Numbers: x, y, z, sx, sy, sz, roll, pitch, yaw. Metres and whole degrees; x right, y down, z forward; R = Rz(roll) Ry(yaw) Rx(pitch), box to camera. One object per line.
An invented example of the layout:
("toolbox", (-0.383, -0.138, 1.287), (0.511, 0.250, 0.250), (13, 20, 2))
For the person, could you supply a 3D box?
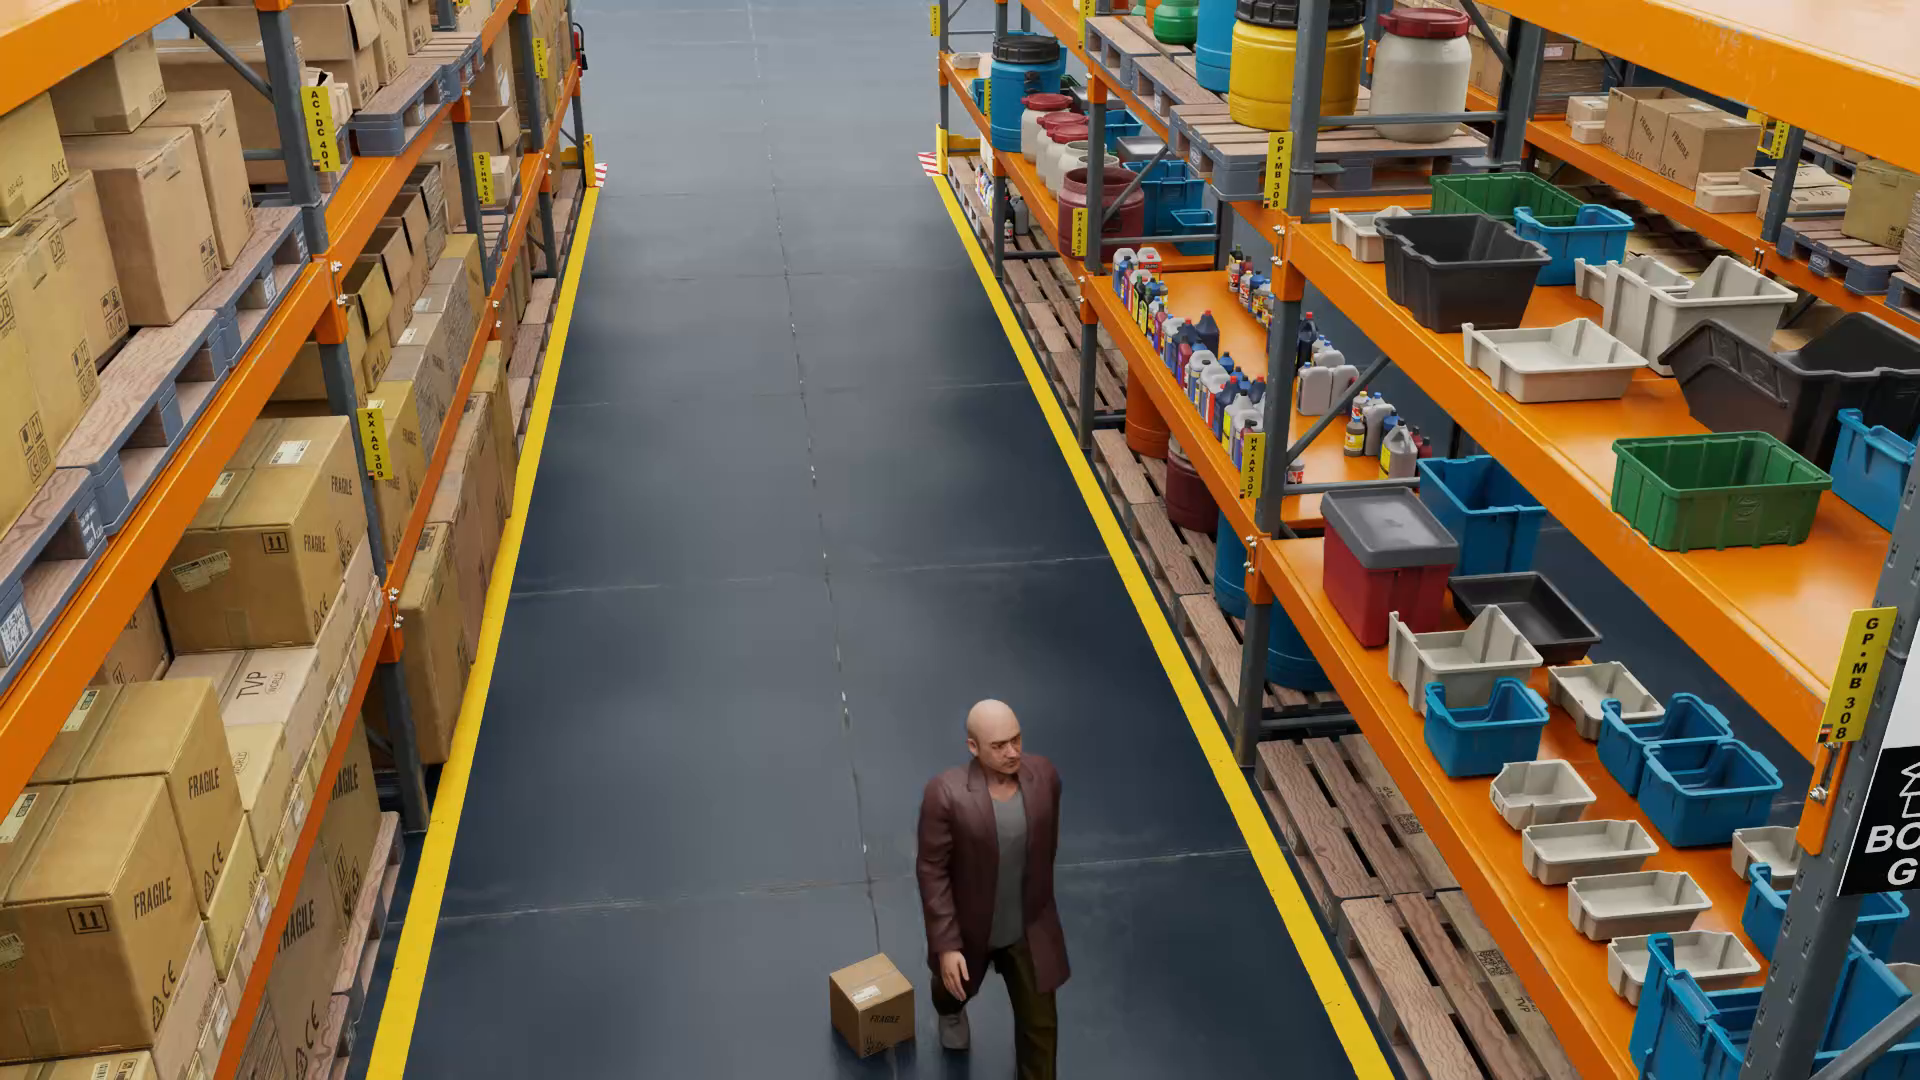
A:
("person", (0.123, 1.193, 5.857), (0.565, 0.939, 0.504), (-7, 28, -13))
